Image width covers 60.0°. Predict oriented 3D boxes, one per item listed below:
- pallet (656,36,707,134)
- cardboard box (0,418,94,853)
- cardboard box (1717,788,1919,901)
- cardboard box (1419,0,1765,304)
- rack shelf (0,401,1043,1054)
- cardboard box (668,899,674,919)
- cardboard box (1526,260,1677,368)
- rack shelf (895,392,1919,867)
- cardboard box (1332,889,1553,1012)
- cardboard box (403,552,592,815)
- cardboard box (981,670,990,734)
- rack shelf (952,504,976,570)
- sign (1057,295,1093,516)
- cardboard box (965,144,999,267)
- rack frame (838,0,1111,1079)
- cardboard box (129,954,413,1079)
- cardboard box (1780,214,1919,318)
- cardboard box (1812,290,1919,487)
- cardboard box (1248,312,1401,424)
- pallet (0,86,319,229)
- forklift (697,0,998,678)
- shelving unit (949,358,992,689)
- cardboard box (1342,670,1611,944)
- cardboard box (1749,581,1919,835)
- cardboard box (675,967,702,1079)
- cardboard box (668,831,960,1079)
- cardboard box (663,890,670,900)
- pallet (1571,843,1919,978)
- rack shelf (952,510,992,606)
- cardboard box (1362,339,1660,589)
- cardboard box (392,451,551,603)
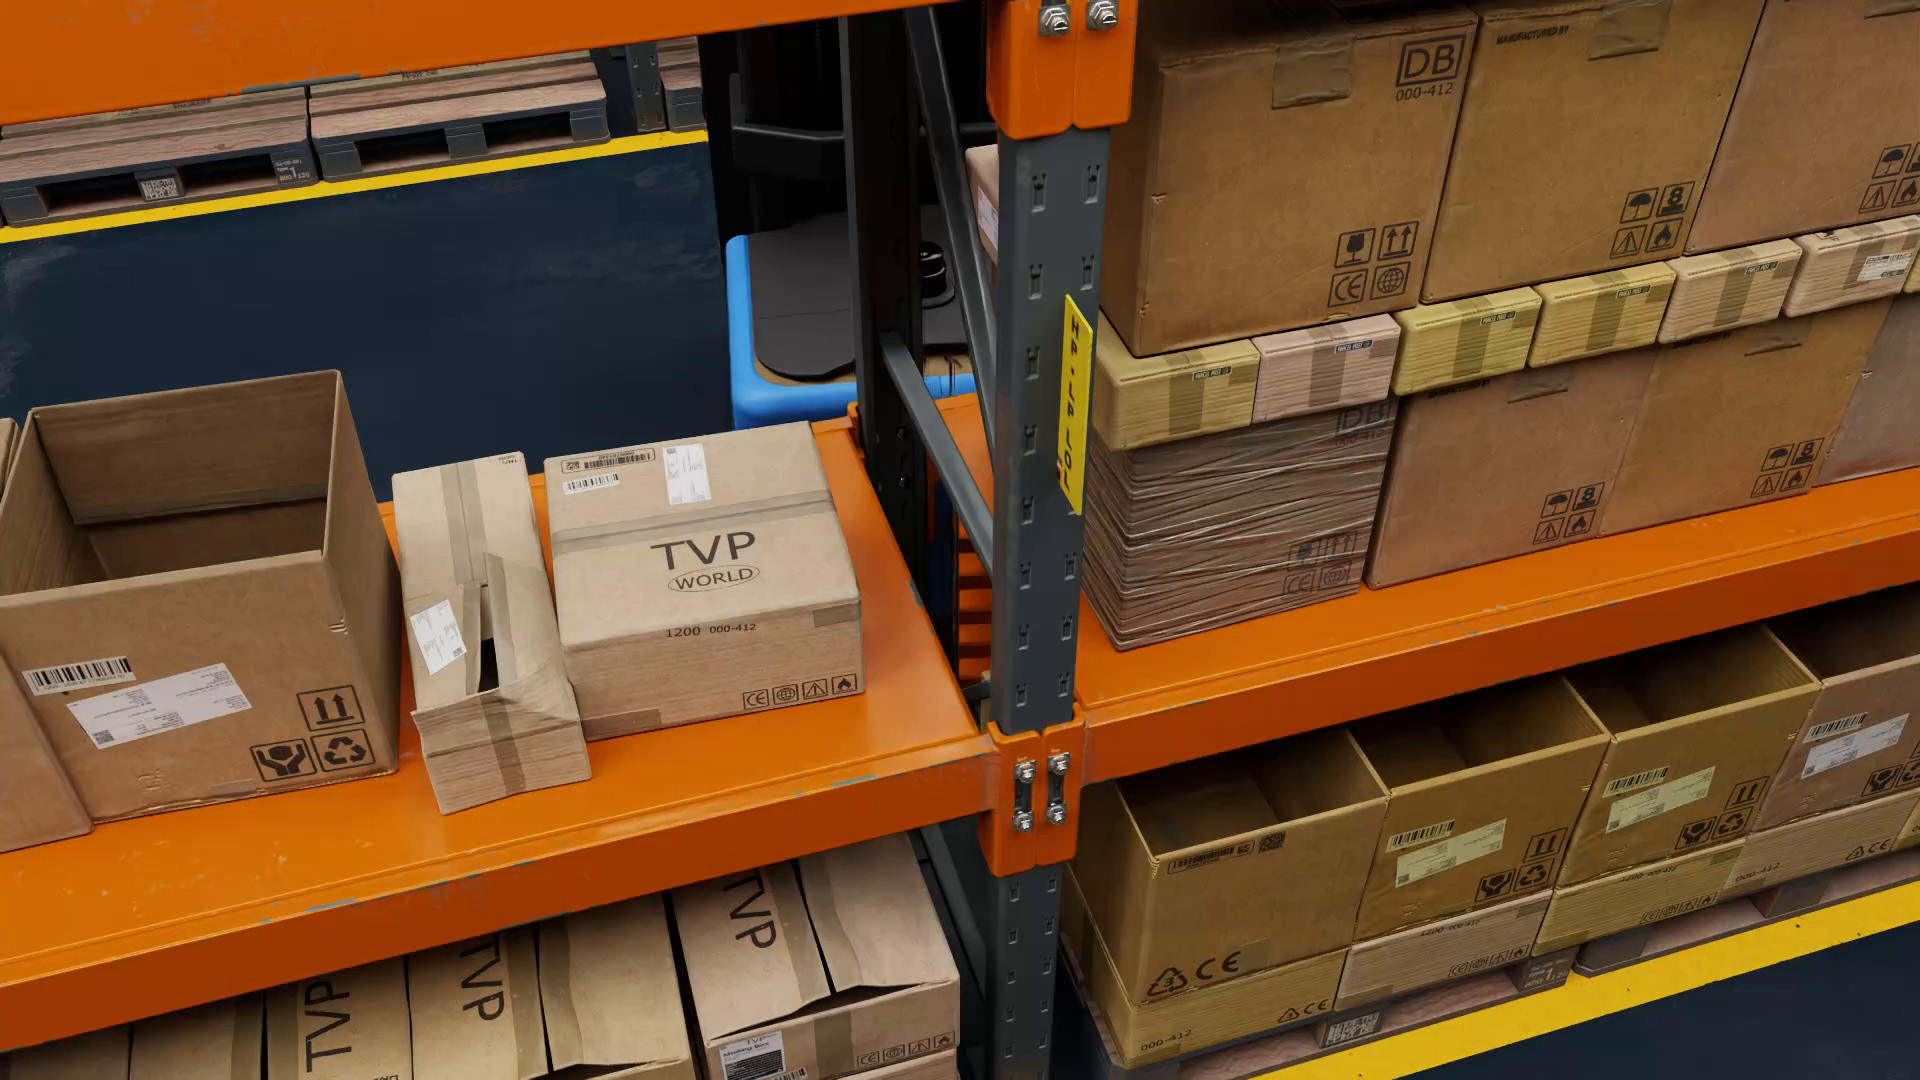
[{"bbox_3d":[-0.843,-2.286,7.706,1.213,0.211,1.003,-12,42,-13],"label":"pallet"},{"bbox_3d":[-1.729,0.187,2.681,0.500,0.500,0.500,-12,42,-13],"label":"cardboard box"},{"bbox_3d":[1.954,0.562,4.098,0.500,0.250,0.500,-12,42,-13],"label":"cardboard box"},{"bbox_3d":[0.891,-0.839,2.868,0.500,0.500,0.700,-12,43,-13],"label":"cardboard box"},{"bbox_3d":[-1.919,0.546,2.892,4.000,0.370,1.077,-12,42,-13],"label":"rack shelf"},{"bbox_3d":[-0.471,0.681,3.961,0.500,0.250,0.500,-13,43,-14],"label":"cardboard box"},{"bbox_3d":[1.037,-0.488,2.960,0.250,0.149,0.380,-12,43,-13],"label":"cardboard box"},{"bbox_3d":[1.896,-0.245,3.797,4.000,0.370,1.077,-12,42,-13],"label":"rack shelf"},{"bbox_3d":[1.000,0.760,3.871,0.500,0.250,0.500,-12,42,-13],"label":"cardboard box"},{"bbox_3d":[-0.795,0.219,2.821,0.258,0.266,0.396,-13,43,-14],"label":"cardboard box"},{"bbox_3d":[0.365,0.528,4.136,0.500,0.250,0.500,-12,42,-13],"label":"cardboard box"},{"bbox_3d":[0.076,-0.050,4.098,0.180,0.103,0.258,-3,41,-3],"label":"rack shelf"},{"bbox_3d":[0.160,-0.188,2.365,0.005,0.325,0.100,-12,42,-13],"label":"sign"},{"bbox_3d":[0.183,-0.591,3.077,0.250,0.149,0.380,-12,42,-13],"label":"cardboard box"},{"bbox_3d":[-0.012,-0.120,3.108,0.127,3.000,1.000,-12,42,-13],"label":"rack frame"},{"bbox_3d":[-1.283,1.010,3.159,0.500,0.311,0.500,-12,43,-13],"label":"cardboard box"},{"bbox_3d":[1.531,-0.591,3.078,0.250,0.149,0.380,-13,43,-14],"label":"cardboard box"},{"bbox_3d":[1.879,-0.557,3.531,0.500,0.500,0.700,-11,42,-12],"label":"cardboard box"},{"bbox_3d":[0.542,-0.384,2.840,0.250,0.149,0.380,-11,42,-12],"label":"cardboard box"},{"bbox_3d":[-3.399,-1.756,7.100,1.213,0.211,1.003,-12,42,-13],"label":"pallet"},{"bbox_3d":[-0.234,-1.643,4.903,1.130,2.935,3.031,-5,41,-5],"label":"forklift"},{"bbox_3d":[0.076,0.097,4.227,0.189,1.200,0.258,-3,41,-3],"label":"shelving unit"},{"bbox_3d":[0.999,0.476,3.626,0.500,0.500,0.500,-12,42,-13],"label":"cardboard box"},{"bbox_3d":[1.955,0.282,3.849,0.500,0.500,0.500,-12,42,-13],"label":"cardboard box"},{"bbox_3d":[-0.803,1.120,3.459,0.500,0.250,0.500,-12,43,-14],"label":"cardboard box"},{"bbox_3d":[-0.312,0.806,3.392,0.500,0.311,0.500,-12,42,-13],"label":"cardboard box"},{"bbox_3d":[-0.481,0.471,3.775,0.500,0.311,0.500,-12,42,-13],"label":"cardboard box"},{"bbox_3d":[1.925,0.555,4.454,1.213,0.211,1.003,-12,42,-13],"label":"pallet"},{"bbox_3d":[0.076,0.040,4.177,0.180,0.103,0.258,-3,41,-3],"label":"rack shelf"},{"bbox_3d":[0.911,-0.358,3.304,0.500,0.500,0.700,-12,43,-14],"label":"cardboard box"},{"bbox_3d":[-0.918,0.021,3.137,0.250,0.149,0.380,-12,42,-13],"label":"cardboard box"}]
